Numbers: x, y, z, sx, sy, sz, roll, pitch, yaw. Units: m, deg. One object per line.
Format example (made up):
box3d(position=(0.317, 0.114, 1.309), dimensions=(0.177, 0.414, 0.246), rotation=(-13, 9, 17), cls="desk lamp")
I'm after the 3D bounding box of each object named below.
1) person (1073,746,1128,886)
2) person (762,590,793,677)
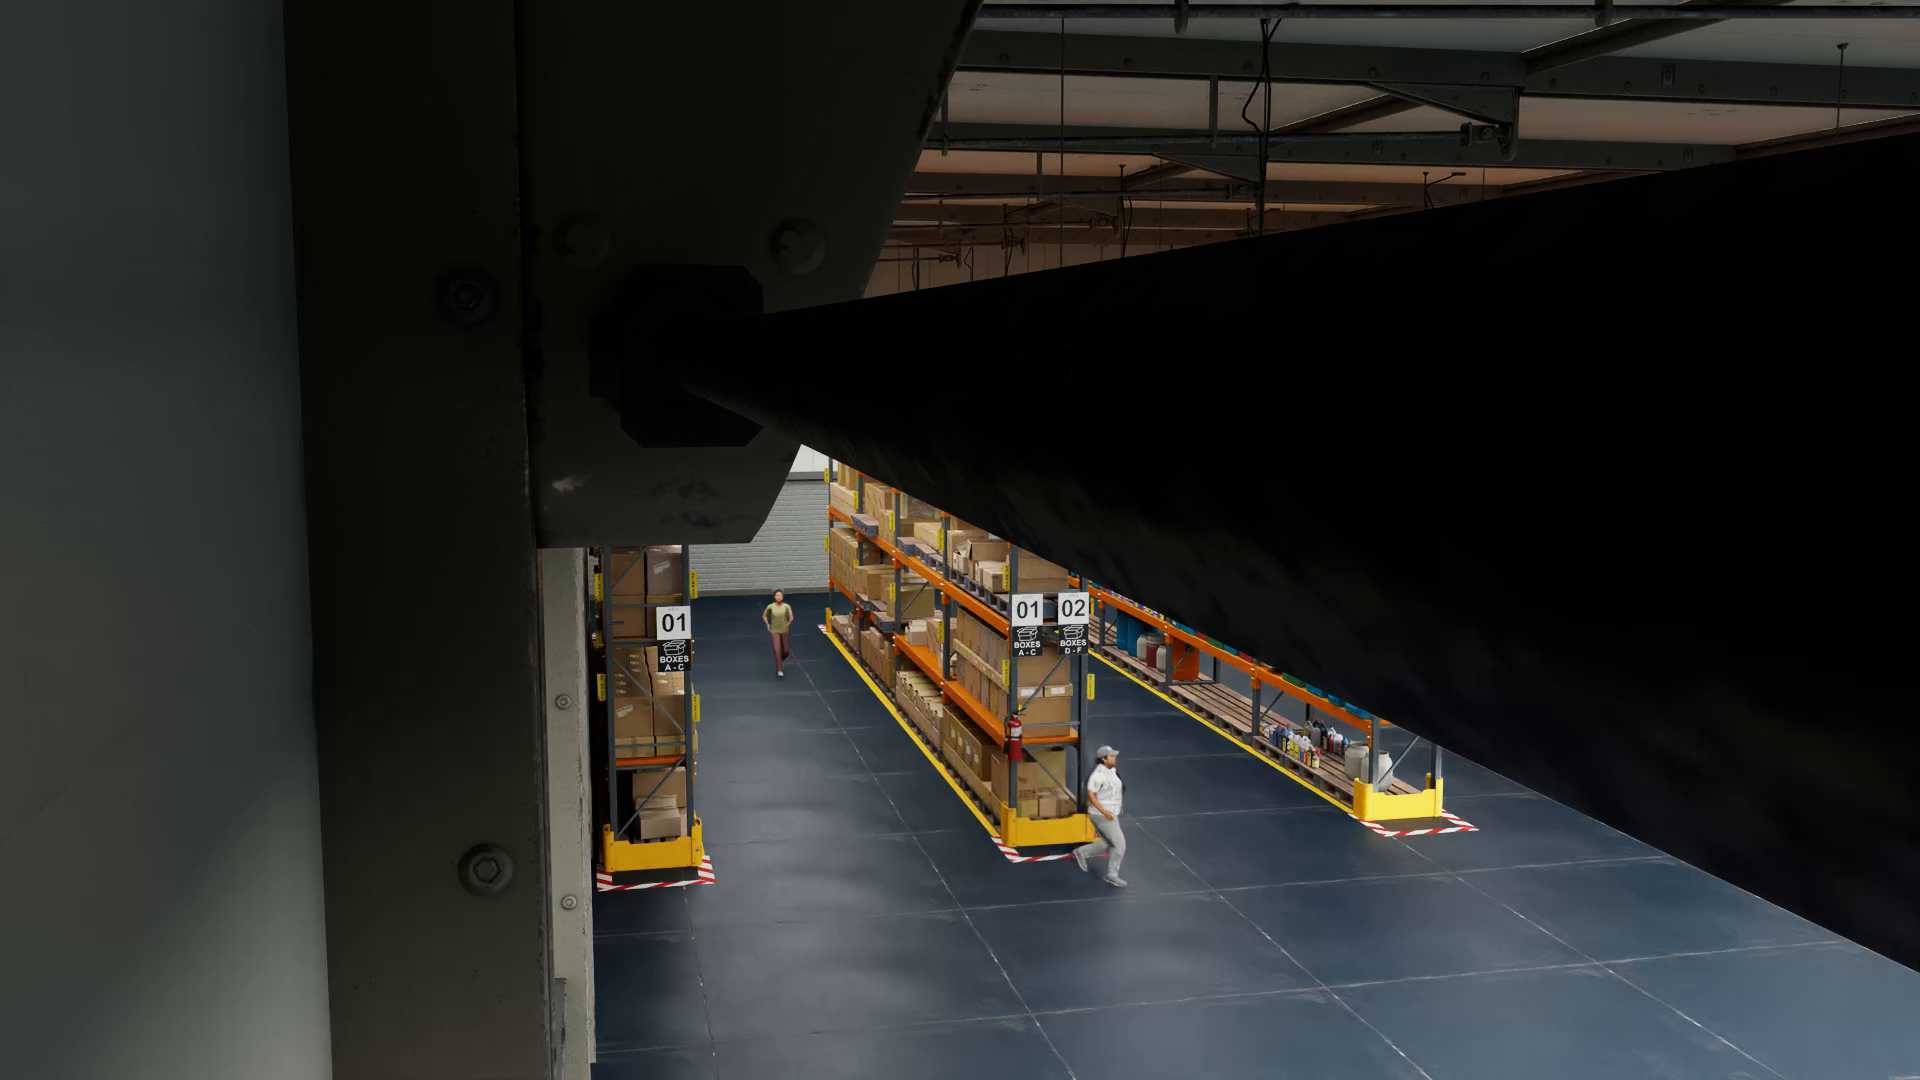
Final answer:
box3d(position=(1.675, 3.225, 19.563), dimensions=(0.667, 1.642, 0.632), rotation=(2, 7, 19), cls="person")
box3d(position=(-3.464, 1.756, 31.747), dimensions=(0.585, 1.626, 0.744), rotation=(-2, 7, -13), cls="person")
